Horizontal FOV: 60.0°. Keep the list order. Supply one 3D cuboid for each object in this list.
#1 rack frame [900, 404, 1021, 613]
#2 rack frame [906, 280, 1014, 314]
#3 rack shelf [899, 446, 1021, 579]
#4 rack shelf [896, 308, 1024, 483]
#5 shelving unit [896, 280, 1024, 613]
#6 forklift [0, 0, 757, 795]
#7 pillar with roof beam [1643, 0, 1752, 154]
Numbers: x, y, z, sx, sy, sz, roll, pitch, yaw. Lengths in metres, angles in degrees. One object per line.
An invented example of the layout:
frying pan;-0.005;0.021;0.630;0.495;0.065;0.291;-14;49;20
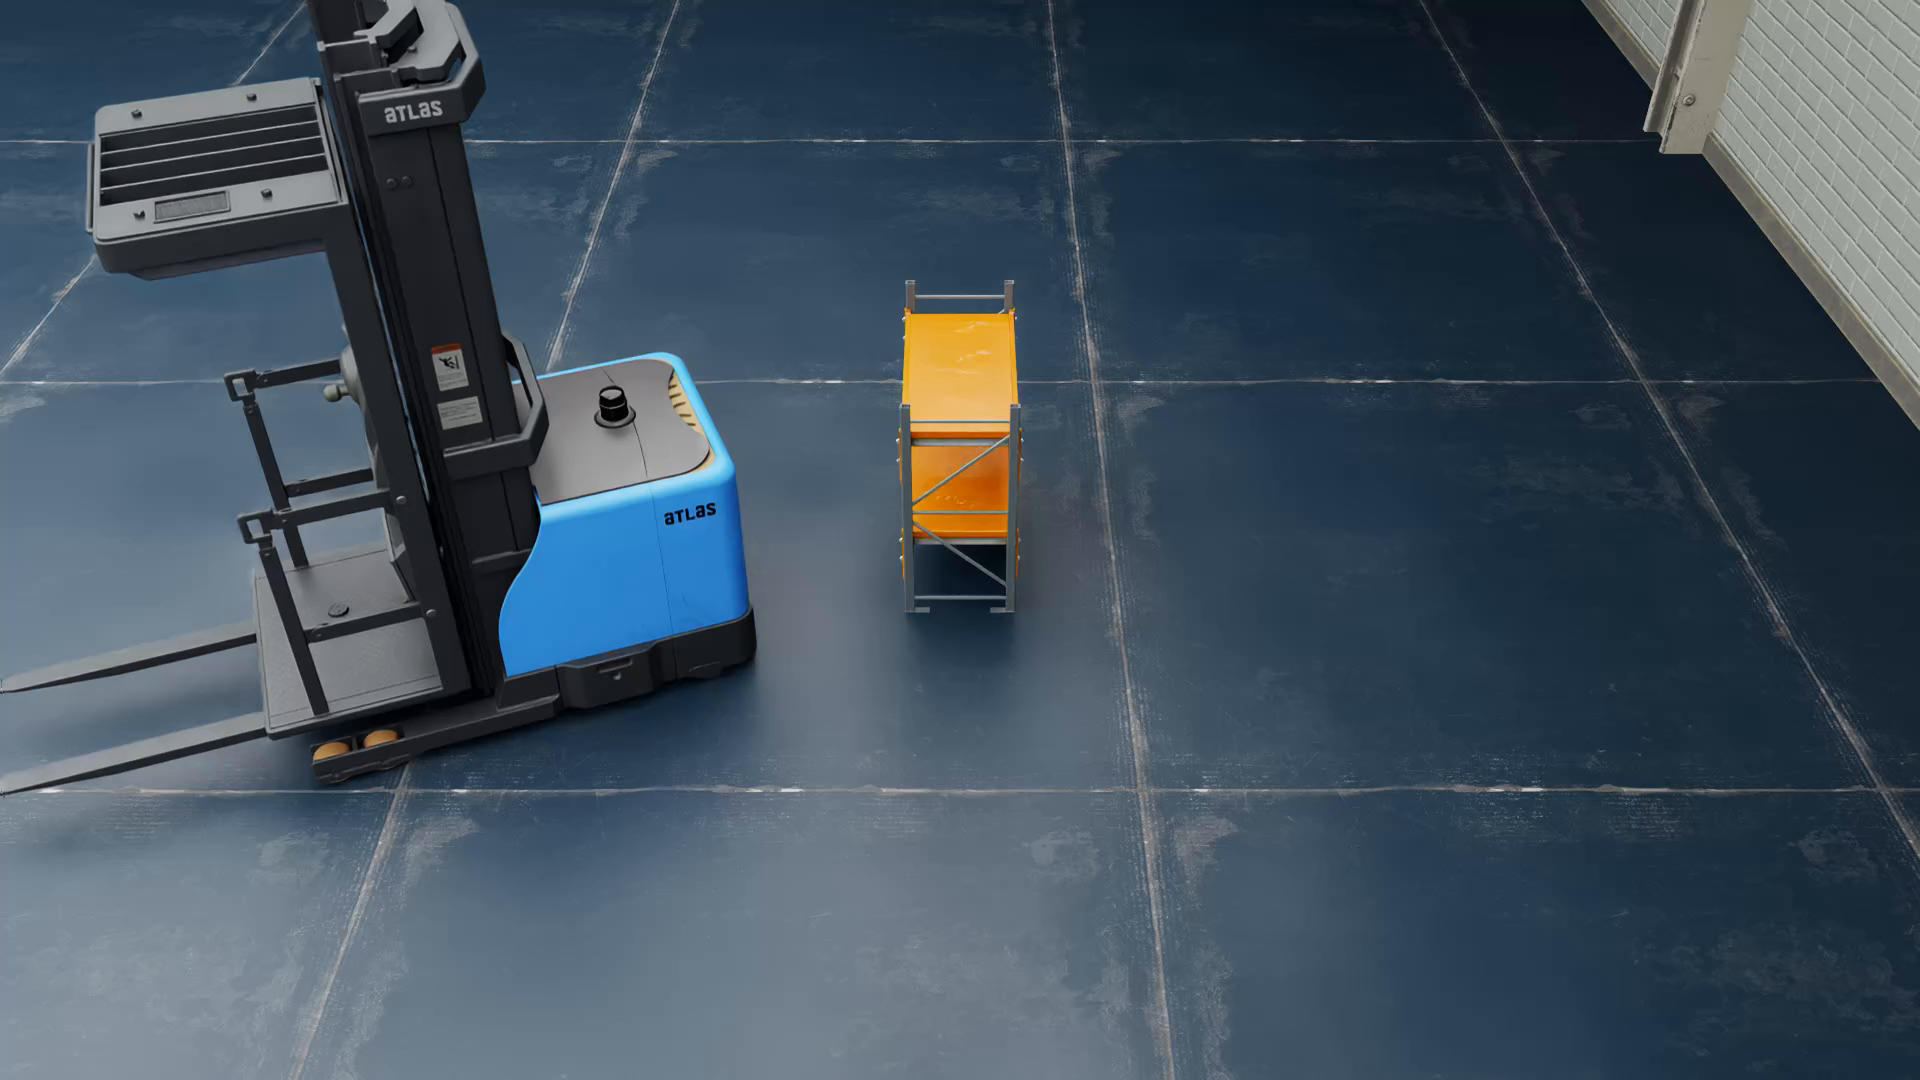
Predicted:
rack frame;0.001;-0.117;7.242;0.500;1.125;0.032;0;39;0
rack frame;-0.001;-0.753;8.035;0.500;1.125;0.032;0;39;0
rack shelf;0.000;-0.244;7.791;0.538;0.278;1.000;0;39;0
rack shelf;0.000;-0.663;7.455;0.538;0.278;1.000;0;39;0
shelving unit;0.000;-0.435;7.638;0.538;1.125;1.048;0;39;0
forklift;-2.460;-0.533;6.317;3.031;2.935;1.130;-14;41;-17
pillar with roof beam;0.600;-6.250;8.599;9.100;9.000;0.400;0;39;0
